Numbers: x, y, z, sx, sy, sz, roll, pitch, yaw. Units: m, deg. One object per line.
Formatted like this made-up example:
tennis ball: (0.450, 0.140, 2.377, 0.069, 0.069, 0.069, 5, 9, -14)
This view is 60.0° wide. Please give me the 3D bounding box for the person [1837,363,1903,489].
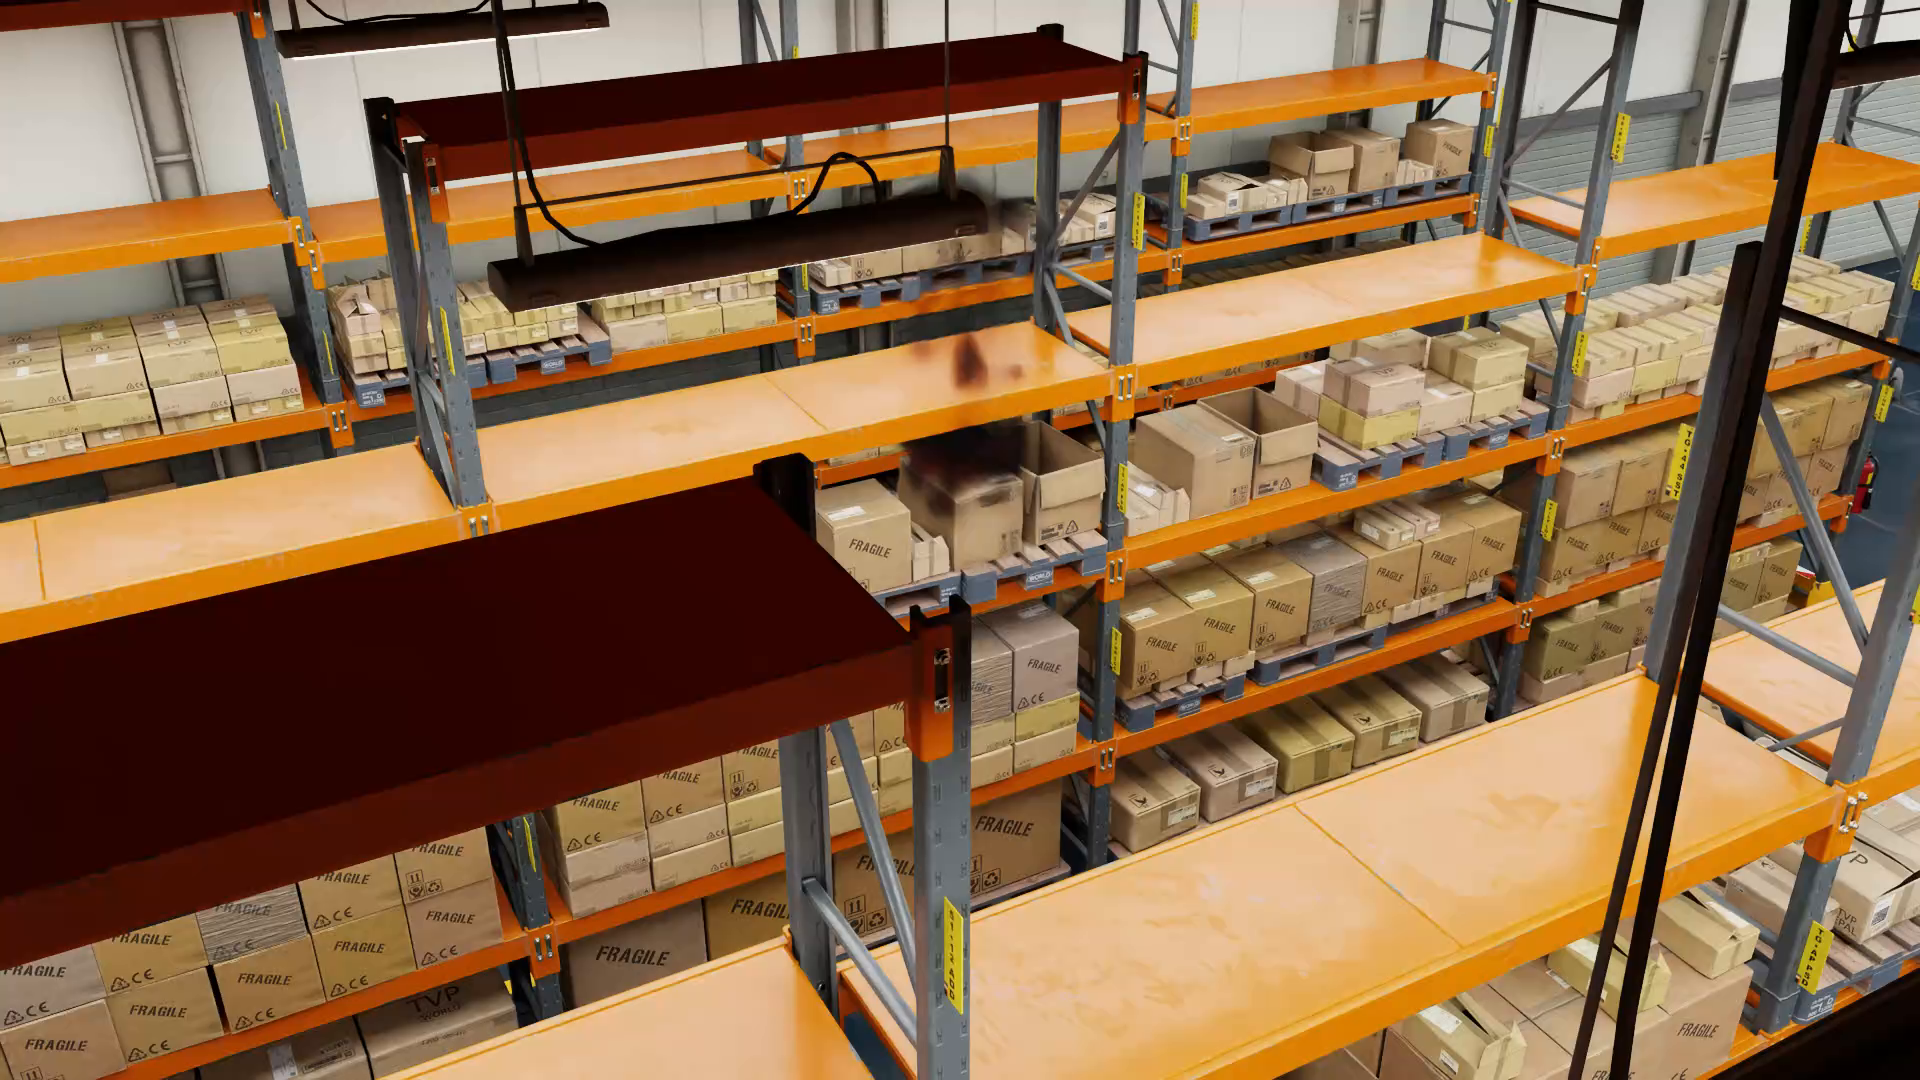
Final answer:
person: (9.683, -1.385, 17.935, 0.885, 1.555, 0.687, -23, 36, -37)
